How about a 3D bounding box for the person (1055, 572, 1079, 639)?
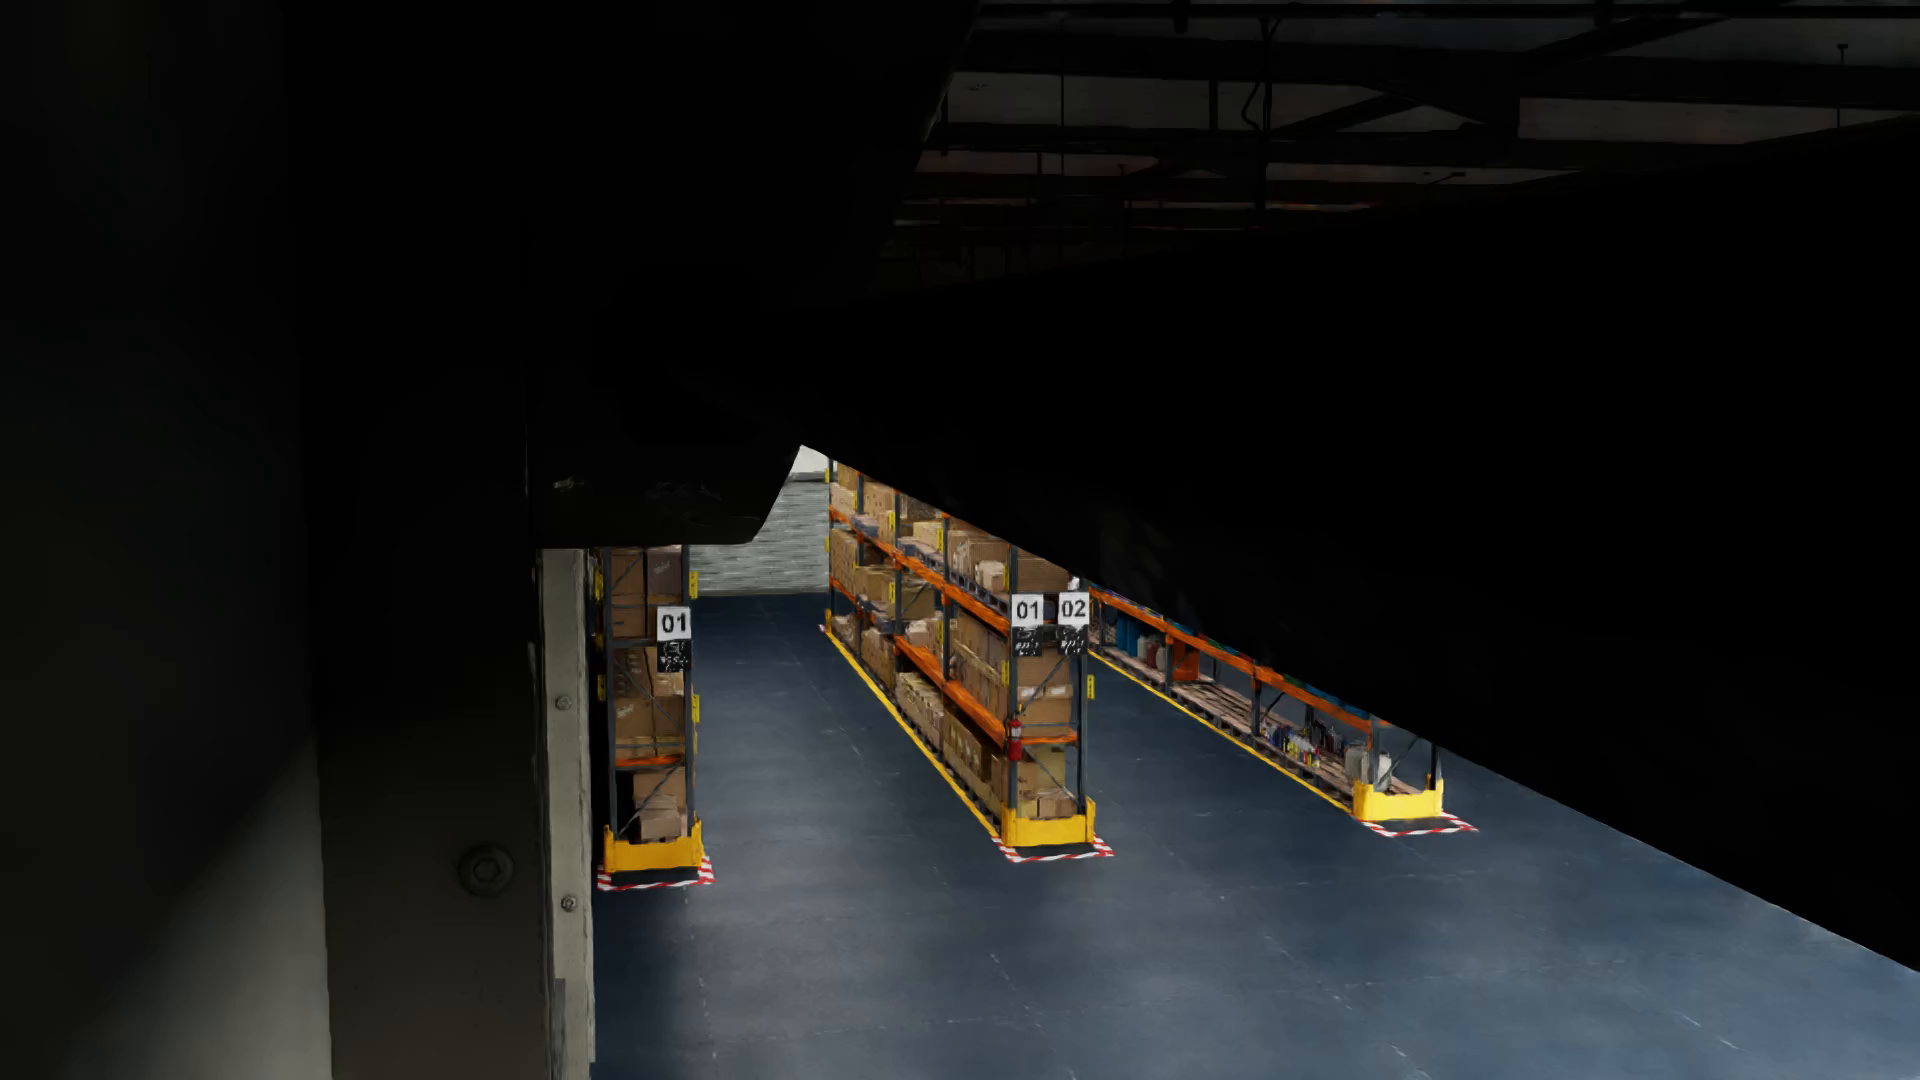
[{"bbox_3d":[2.245,1.362,34.600,0.606,1.745,0.950,2,7,15],"label":"person"}]
